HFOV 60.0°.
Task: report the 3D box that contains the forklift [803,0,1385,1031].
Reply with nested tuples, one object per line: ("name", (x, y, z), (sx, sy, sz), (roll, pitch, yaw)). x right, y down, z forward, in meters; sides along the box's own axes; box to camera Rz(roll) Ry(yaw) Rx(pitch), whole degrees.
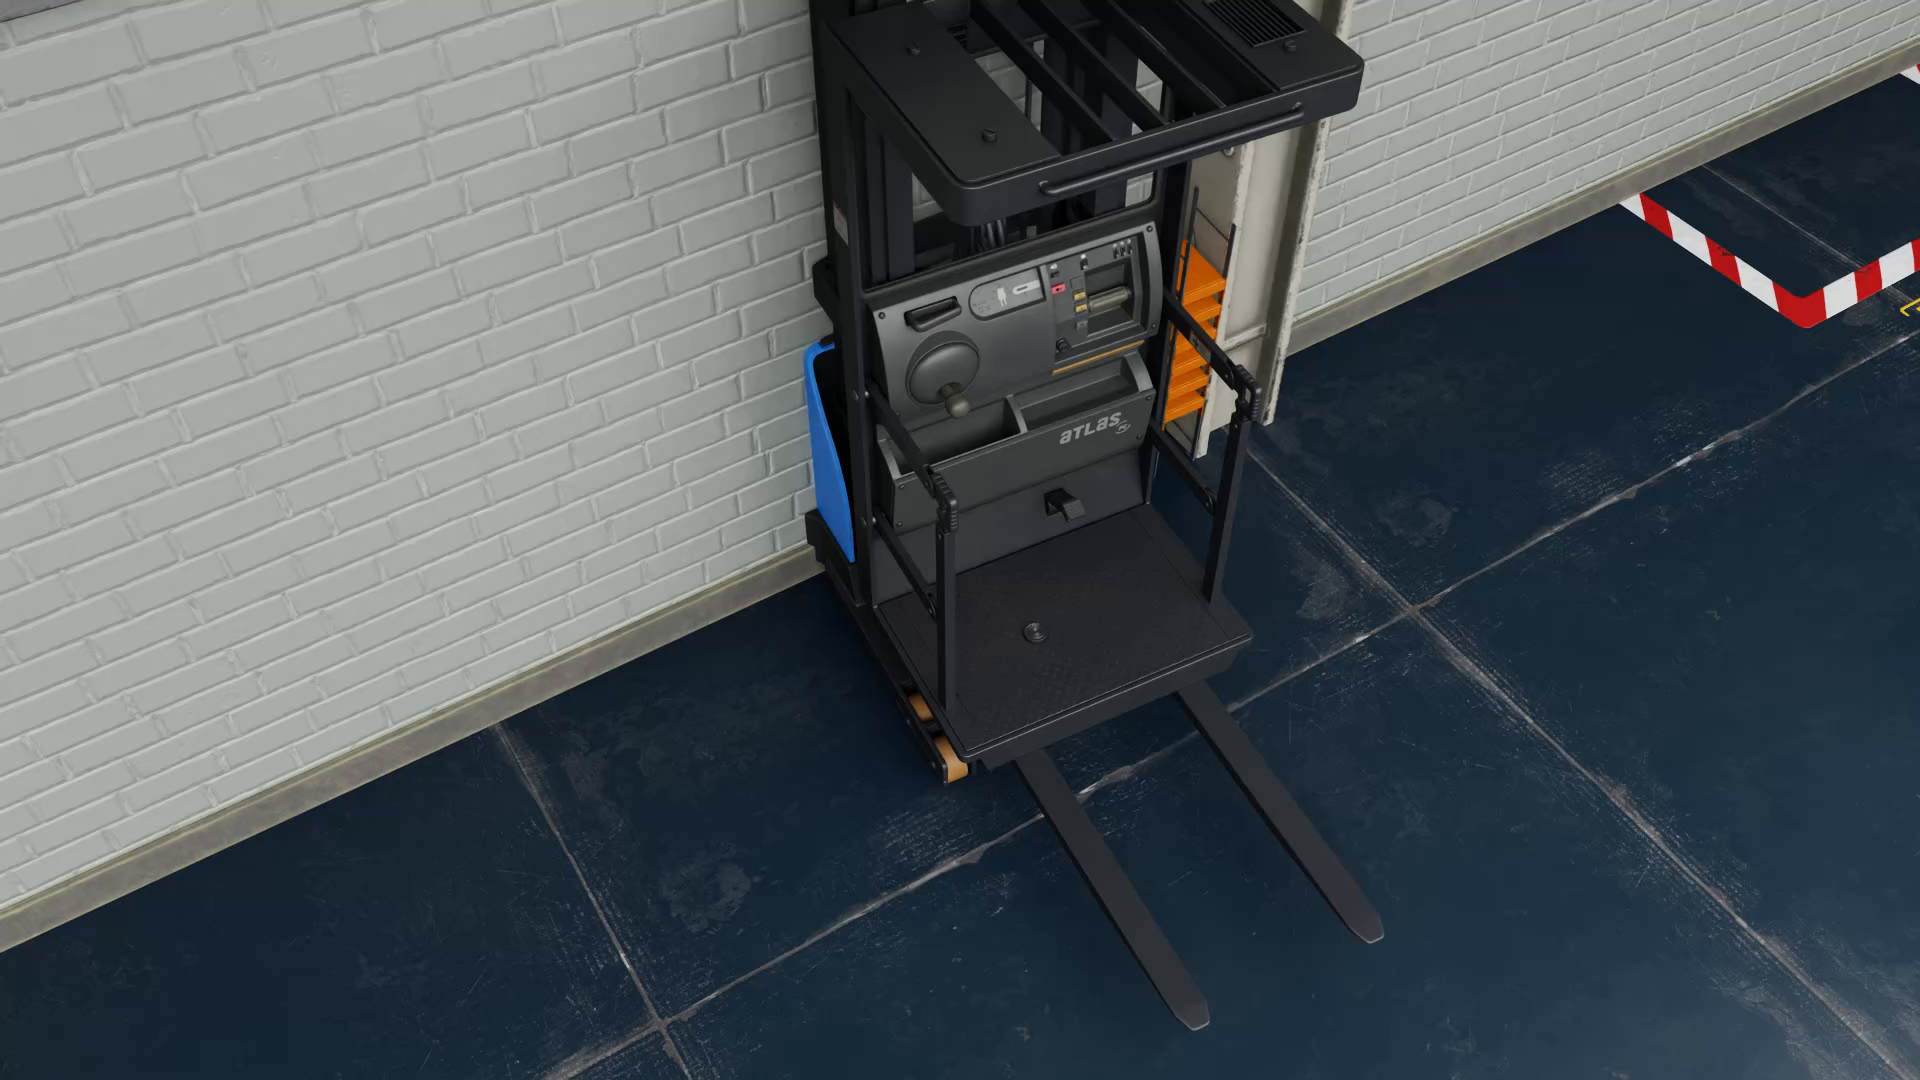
("forklift", (0.281, -0.556, 4.782), (1.130, 2.935, 3.031), (-21, 51, -17))

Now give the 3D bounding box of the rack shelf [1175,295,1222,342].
("rack shelf", (0.783, -0.848, 5.928), (0.180, 0.103, 0.258), (-24, 56, -18))

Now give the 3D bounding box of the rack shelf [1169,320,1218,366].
("rack shelf", (0.782, -0.774, 6.022), (0.180, 0.103, 0.258), (-24, 56, -18))

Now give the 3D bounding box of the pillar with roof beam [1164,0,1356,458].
("pillar with roof beam", (3.310, -0.770, 0.910), (0.400, 9.000, 9.100), (-25, 53, -21))

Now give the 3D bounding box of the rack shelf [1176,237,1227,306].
("rack shelf", (0.784, -0.922, 5.834), (0.180, 0.103, 0.258), (-24, 56, -18))

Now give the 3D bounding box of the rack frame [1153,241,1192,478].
("rack frame", (0.702, -0.692, 6.053), (0.006, 1.200, 0.240), (-24, 56, -18))

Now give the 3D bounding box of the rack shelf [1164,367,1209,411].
("rack shelf", (0.780, -0.626, 6.211), (0.180, 0.103, 0.258), (-24, 56, -18))

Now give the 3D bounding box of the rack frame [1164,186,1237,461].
("rack frame", (0.861, -0.762, 6.110), (0.006, 1.200, 0.240), (-24, 56, -18))

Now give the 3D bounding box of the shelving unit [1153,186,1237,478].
("shelving unit", (0.781, -0.727, 6.082), (0.189, 1.200, 0.258), (-24, 56, -18))

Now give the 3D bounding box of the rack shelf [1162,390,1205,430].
("rack shelf", (0.779, -0.551, 6.306), (0.180, 0.103, 0.258), (-24, 56, -18))

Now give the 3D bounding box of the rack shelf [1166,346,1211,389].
("rack shelf", (0.781, -0.700, 6.117), (0.180, 0.103, 0.258), (-24, 56, -18))
